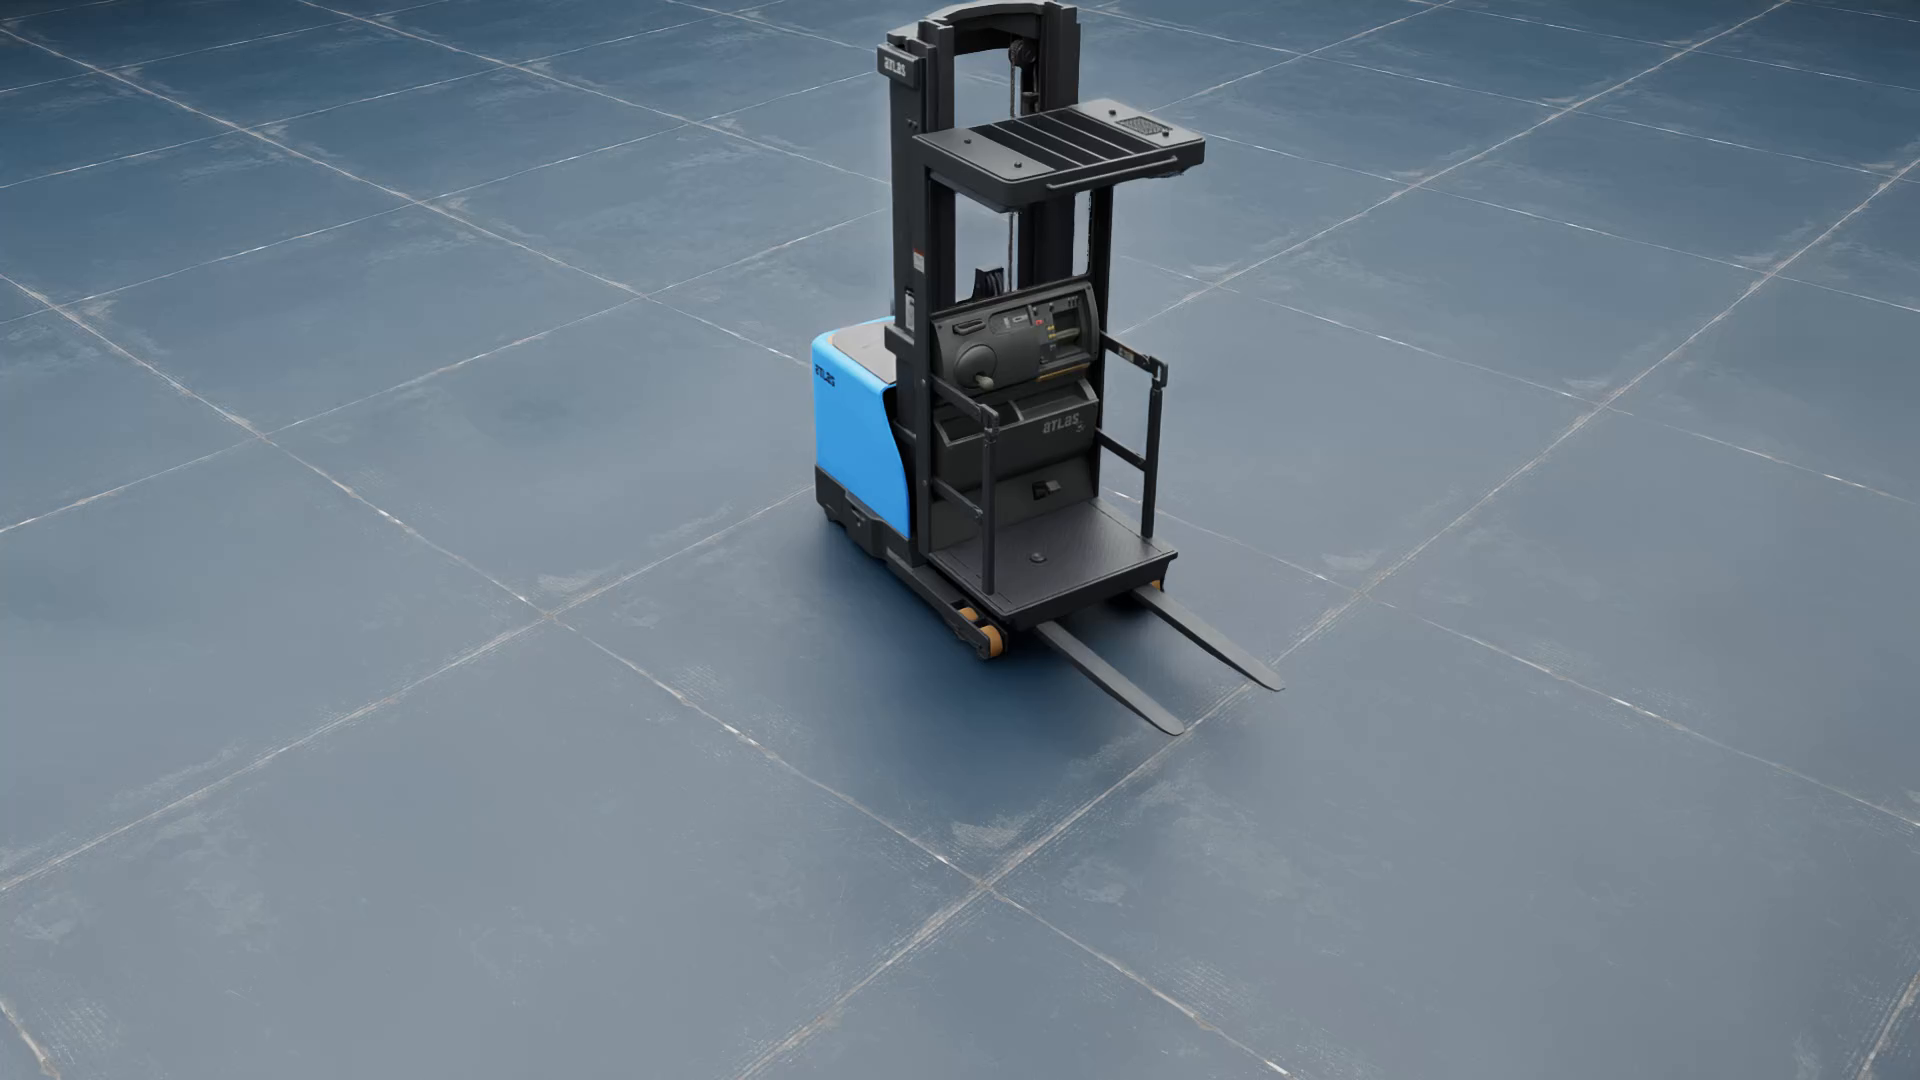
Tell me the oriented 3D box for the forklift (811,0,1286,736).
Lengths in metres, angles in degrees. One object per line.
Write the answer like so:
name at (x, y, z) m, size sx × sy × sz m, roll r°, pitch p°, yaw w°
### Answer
forklift at (0.404, -0.944, 7.976) m, size 1.130 × 2.935 × 3.031 m, roll -19°, pitch 36°, yaw -28°

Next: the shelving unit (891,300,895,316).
shelving unit at (-0.251, -0.954, 9.818) m, size 0.215 × 1.050 × 0.252 m, roll 14°, pitch 34°, yaw 22°

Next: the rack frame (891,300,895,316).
rack frame at (-0.304, -0.898, 9.724) m, size 0.200 × 1.050 × 0.008 m, roll 14°, pitch 34°, yaw 22°
